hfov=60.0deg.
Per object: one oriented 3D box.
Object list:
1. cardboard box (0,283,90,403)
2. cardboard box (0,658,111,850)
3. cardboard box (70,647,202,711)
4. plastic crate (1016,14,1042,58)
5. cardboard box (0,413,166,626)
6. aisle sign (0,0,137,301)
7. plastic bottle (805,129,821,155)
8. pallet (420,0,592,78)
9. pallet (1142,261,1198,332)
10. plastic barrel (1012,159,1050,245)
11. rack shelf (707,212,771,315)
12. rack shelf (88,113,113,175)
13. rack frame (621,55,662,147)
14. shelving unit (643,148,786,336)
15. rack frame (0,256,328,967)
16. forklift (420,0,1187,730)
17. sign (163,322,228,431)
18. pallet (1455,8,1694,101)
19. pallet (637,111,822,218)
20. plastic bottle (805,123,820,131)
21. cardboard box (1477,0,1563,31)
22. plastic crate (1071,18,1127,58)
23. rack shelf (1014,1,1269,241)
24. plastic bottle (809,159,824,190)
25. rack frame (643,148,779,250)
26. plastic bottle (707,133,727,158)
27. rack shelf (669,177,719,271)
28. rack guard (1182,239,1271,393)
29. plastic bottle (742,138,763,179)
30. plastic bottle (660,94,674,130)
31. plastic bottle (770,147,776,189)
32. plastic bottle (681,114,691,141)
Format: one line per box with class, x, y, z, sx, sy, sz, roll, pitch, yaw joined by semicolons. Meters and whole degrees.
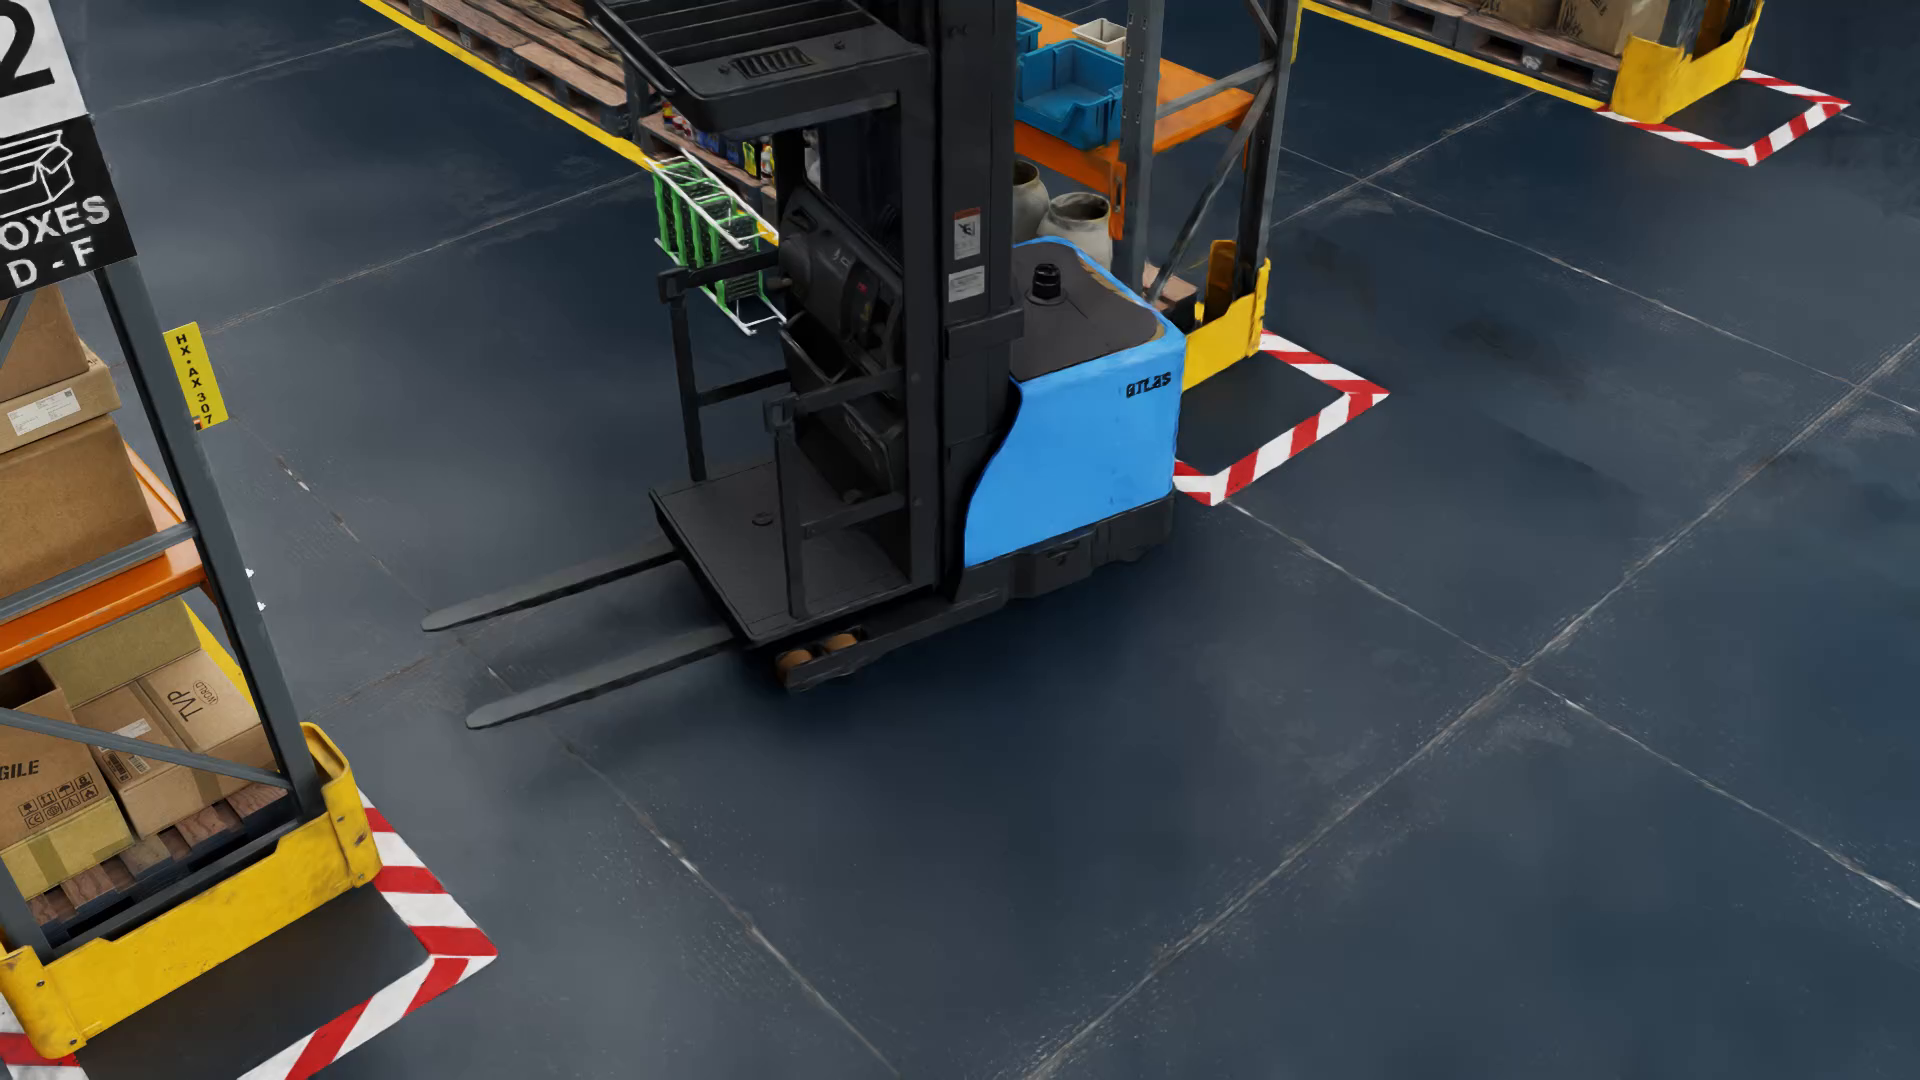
cardboard box;-2.905;-0.645;4.549;0.700;0.500;0.500;-30;48;-32
cardboard box;-3.145;0.637;5.331;0.500;0.500;0.500;-30;48;-32
cardboard box;-3.103;0.478;6.125;0.500;0.250;0.500;-30;48;-32
plastic crate;0.094;-2.308;7.839;0.499;0.251;0.408;-30;48;-32
cardboard box;-2.869;-0.116;4.927;0.700;0.500;0.500;-30;48;-32
aisle sign;-2.293;-0.967;3.991;0.394;0.787;0.004;-30;48;-32
plastic bottle;-0.870;-2.162;9.357;0.152;0.276;0.135;-30;48;-32
pallet;-3.006;-3.637;11.585;1.003;0.211;1.213;-30;48;-32
pallet;0.456;-1.267;8.651;1.003;0.211;1.213;-30;48;-32
plastic barrel;0.248;-1.658;8.562;0.421;0.512;0.421;0;39;0
rack shelf;-1.143;-1.439;8.608;0.258;0.480;0.148;-21;43;-24
rack shelf;-3.916;-1.668;5.113;1.077;0.370;4.000;-30;48;-32
rack frame;-1.617;-3.810;9.580;1.000;3.000;0.127;-30;48;-32
shelving unit;-1.301;-1.598;8.812;0.258;0.503;1.200;-21;43;-24
rack frame;-2.563;0.144;4.684;1.000;3.000;0.127;-30;48;-32
forklift;-0.627;-0.926;6.063;3.031;2.935;1.130;-19;43;-22
sign;-2.150;-0.456;4.675;0.100;0.325;0.005;-30;48;-32
pallet;4.161;-3.405;11.298;1.003;0.211;1.213;-30;48;-32
pallet;-1.194;-2.397;10.049;1.003;0.211;1.213;-30;48;-32
plastic bottle;-0.932;-2.583;9.878;0.152;0.276;0.135;-30;48;-32
cardboard box;3.897;-3.813;11.239;0.500;0.500;0.500;-18;42;-21
plastic crate;0.720;-2.407;8.053;0.298;0.136;0.250;-30;48;-32
rack shelf;-0.265;-2.604;8.660;1.077;0.370;4.000;-30;48;-32
plastic bottle;-0.721;-1.926;9.066;0.152;0.276;0.135;-31;48;-33
rack frame;-1.303;-1.790;8.662;0.240;0.015;1.200;-21;43;-24
plastic bottle;-1.377;-2.401;9.593;0.144;0.351;0.185;-29;47;-31
rack shelf;-1.393;-1.690;8.931;0.258;0.480;0.148;-21;43;-24
rack guard;1.002;-1.001;8.092;1.175;0.500;0.348;-30;48;-32
plastic bottle;-1.168;-2.193;9.390;0.061;0.283;0.133;-28;47;-30
plastic bottle;-1.725;-2.586;9.886;0.097;0.271;0.097;0;39;0
plastic bottle;-0.962;-2.117;9.241;0.144;0.351;0.185;-30;48;-32
plastic bottle;-1.587;-2.465;9.791;0.097;0.201;0.097;0;39;0
